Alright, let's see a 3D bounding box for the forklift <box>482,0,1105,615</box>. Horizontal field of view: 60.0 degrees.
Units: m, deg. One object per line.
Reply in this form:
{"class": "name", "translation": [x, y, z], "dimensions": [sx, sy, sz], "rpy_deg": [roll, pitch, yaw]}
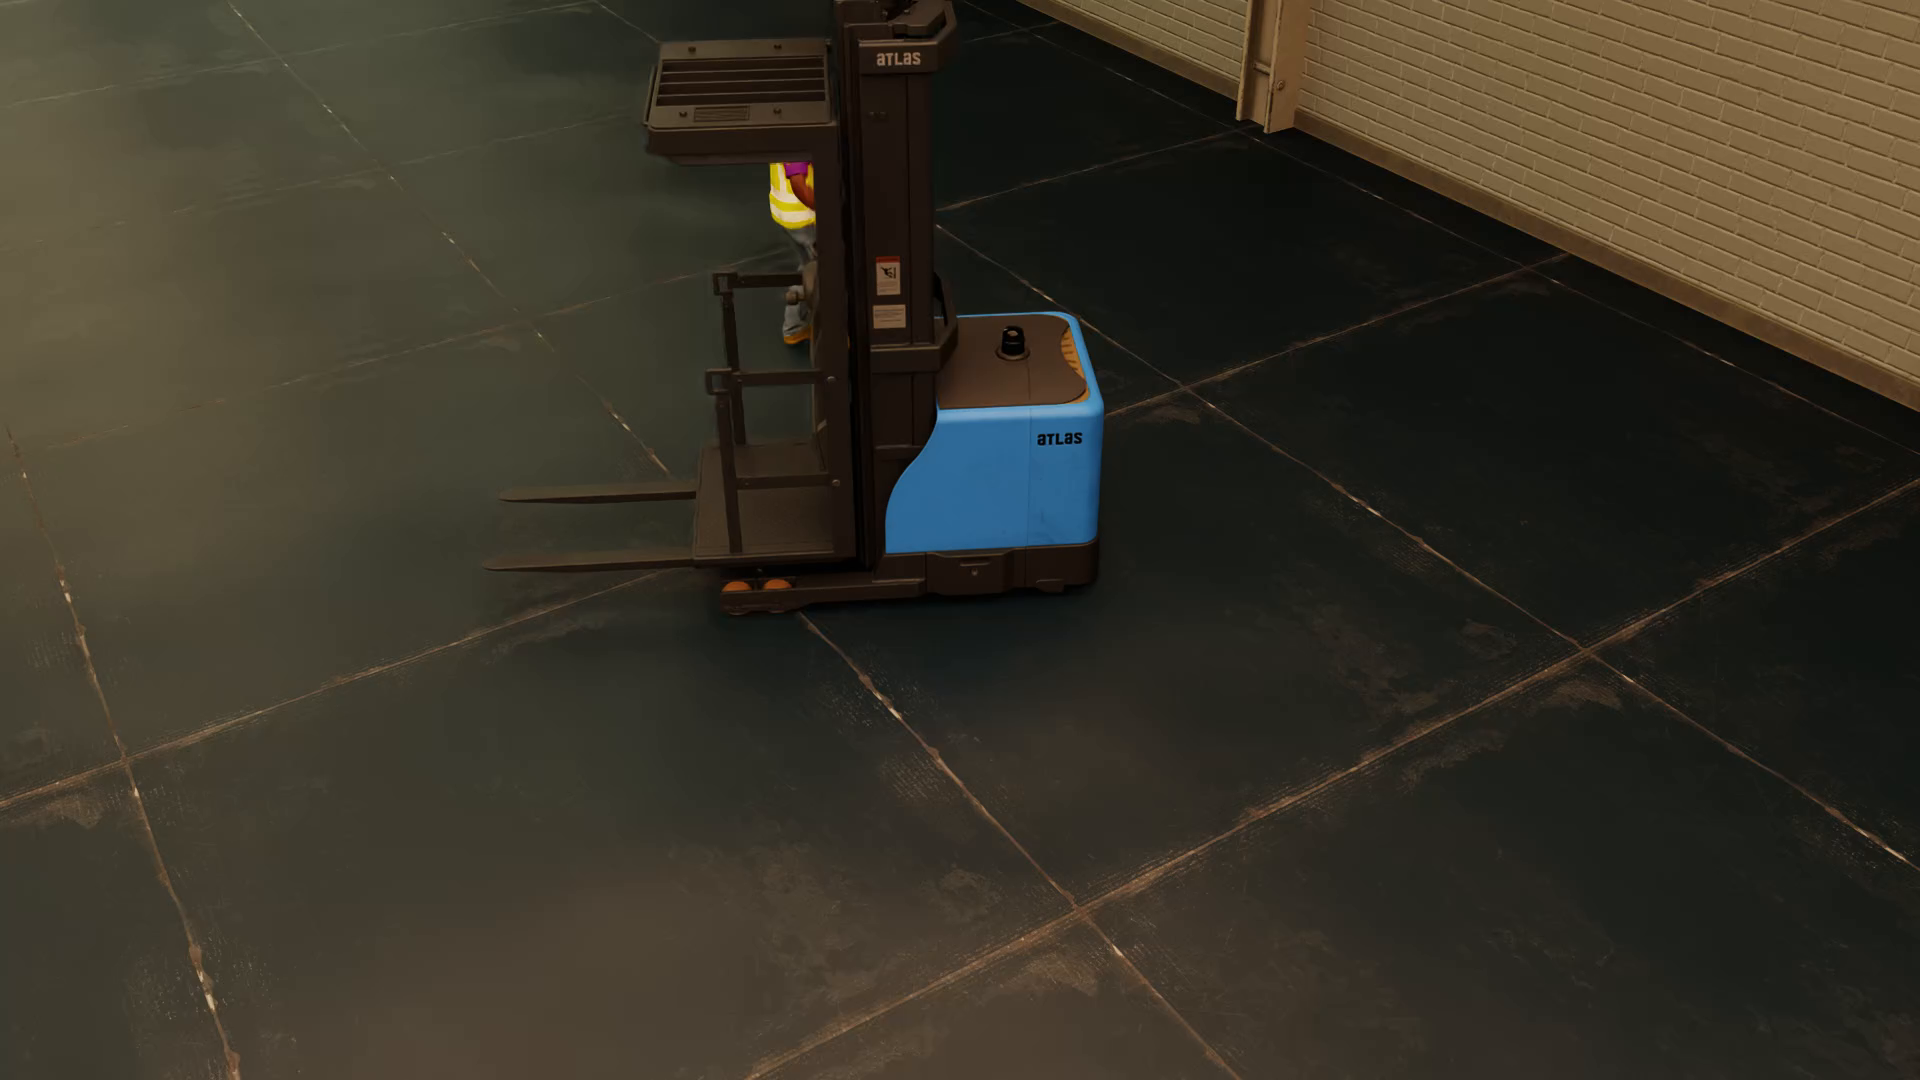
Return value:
{"class": "forklift", "translation": [-0.856, -1.148, 7.782], "dimensions": [3.031, 2.935, 1.130], "rpy_deg": [-3, 35, -4]}

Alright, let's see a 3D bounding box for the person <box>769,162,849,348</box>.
{"class": "person", "translation": [-0.885, -1.989, 10.022], "dimensions": [0.511, 1.734, 0.777], "rpy_deg": [-15, 38, -20]}
